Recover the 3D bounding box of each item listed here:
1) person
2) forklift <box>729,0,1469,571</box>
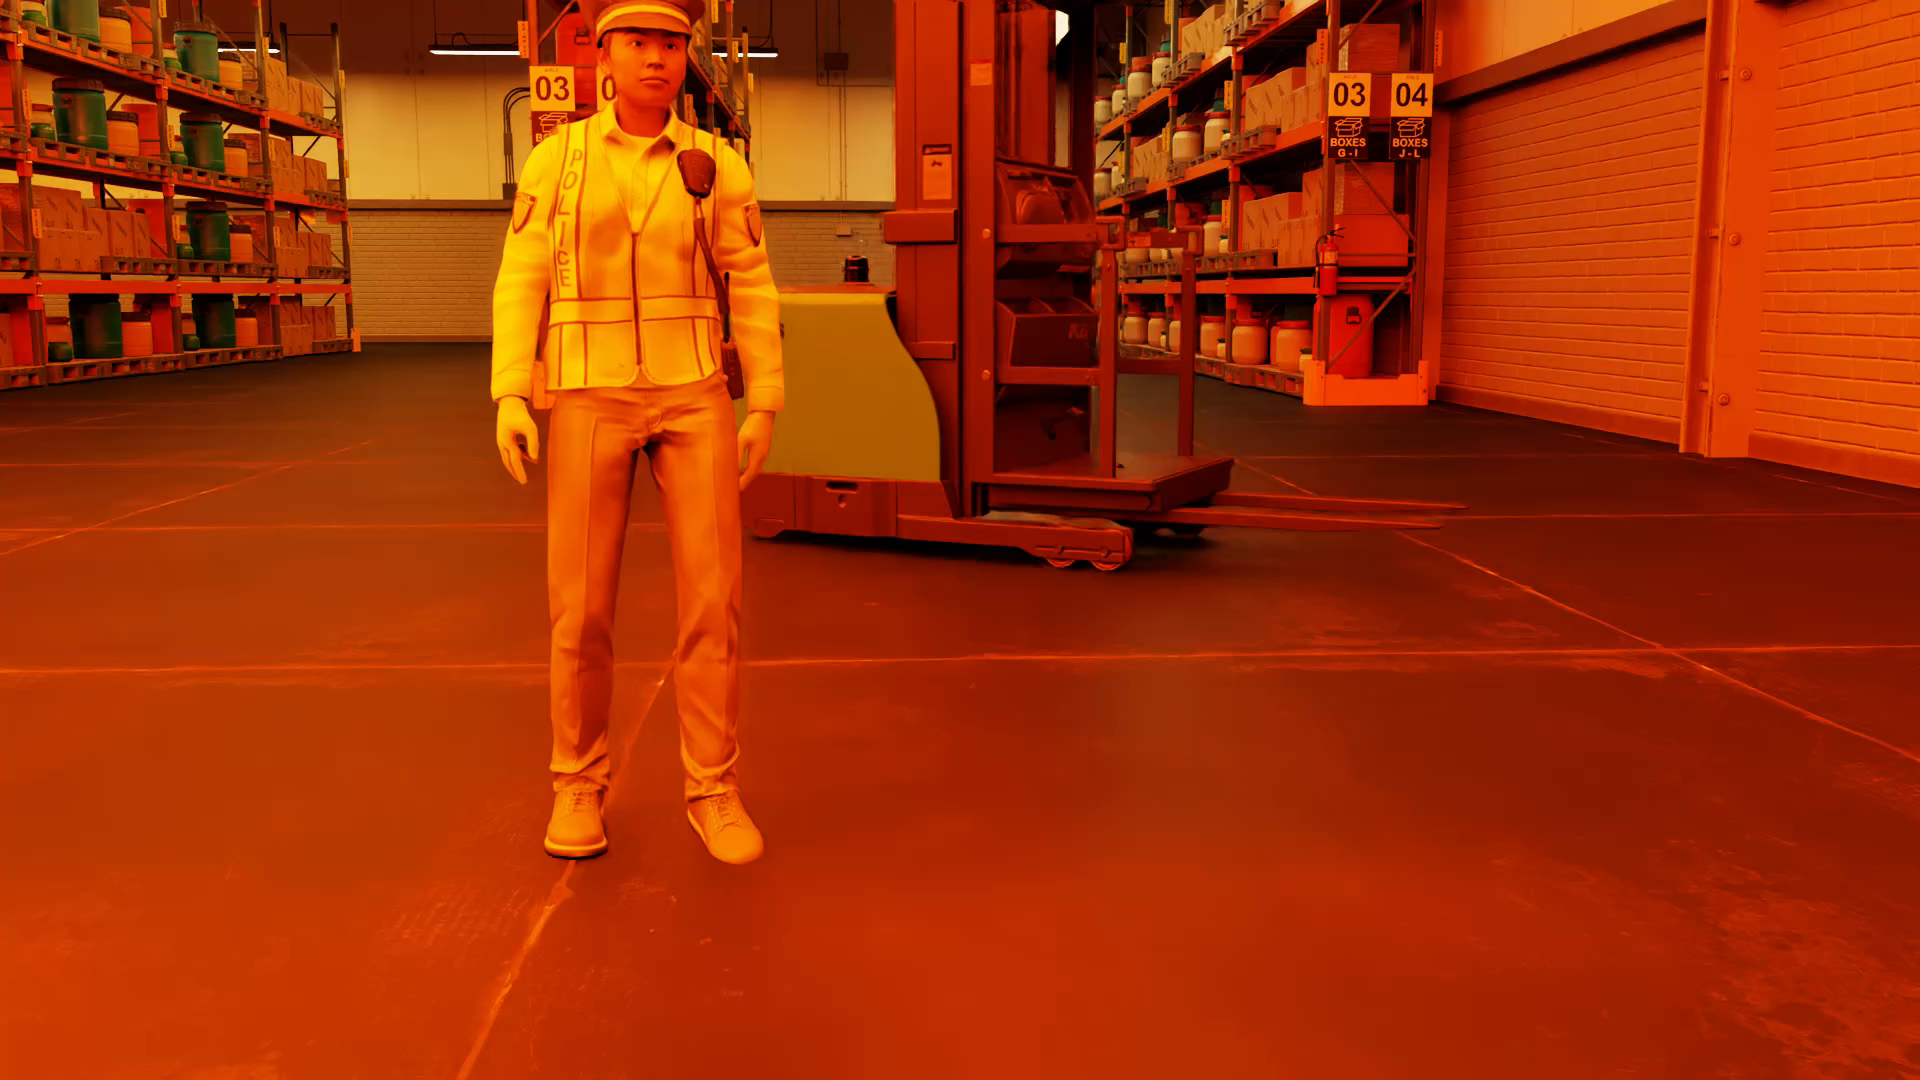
[{"bbox_3d":[-0.615,-0.230,3.226,0.567,1.713,0.452,-2,9,-12],"label":"person"},{"bbox_3d":[0.546,-1.417,6.874,3.031,2.935,1.130,4,9,25],"label":"forklift"}]
